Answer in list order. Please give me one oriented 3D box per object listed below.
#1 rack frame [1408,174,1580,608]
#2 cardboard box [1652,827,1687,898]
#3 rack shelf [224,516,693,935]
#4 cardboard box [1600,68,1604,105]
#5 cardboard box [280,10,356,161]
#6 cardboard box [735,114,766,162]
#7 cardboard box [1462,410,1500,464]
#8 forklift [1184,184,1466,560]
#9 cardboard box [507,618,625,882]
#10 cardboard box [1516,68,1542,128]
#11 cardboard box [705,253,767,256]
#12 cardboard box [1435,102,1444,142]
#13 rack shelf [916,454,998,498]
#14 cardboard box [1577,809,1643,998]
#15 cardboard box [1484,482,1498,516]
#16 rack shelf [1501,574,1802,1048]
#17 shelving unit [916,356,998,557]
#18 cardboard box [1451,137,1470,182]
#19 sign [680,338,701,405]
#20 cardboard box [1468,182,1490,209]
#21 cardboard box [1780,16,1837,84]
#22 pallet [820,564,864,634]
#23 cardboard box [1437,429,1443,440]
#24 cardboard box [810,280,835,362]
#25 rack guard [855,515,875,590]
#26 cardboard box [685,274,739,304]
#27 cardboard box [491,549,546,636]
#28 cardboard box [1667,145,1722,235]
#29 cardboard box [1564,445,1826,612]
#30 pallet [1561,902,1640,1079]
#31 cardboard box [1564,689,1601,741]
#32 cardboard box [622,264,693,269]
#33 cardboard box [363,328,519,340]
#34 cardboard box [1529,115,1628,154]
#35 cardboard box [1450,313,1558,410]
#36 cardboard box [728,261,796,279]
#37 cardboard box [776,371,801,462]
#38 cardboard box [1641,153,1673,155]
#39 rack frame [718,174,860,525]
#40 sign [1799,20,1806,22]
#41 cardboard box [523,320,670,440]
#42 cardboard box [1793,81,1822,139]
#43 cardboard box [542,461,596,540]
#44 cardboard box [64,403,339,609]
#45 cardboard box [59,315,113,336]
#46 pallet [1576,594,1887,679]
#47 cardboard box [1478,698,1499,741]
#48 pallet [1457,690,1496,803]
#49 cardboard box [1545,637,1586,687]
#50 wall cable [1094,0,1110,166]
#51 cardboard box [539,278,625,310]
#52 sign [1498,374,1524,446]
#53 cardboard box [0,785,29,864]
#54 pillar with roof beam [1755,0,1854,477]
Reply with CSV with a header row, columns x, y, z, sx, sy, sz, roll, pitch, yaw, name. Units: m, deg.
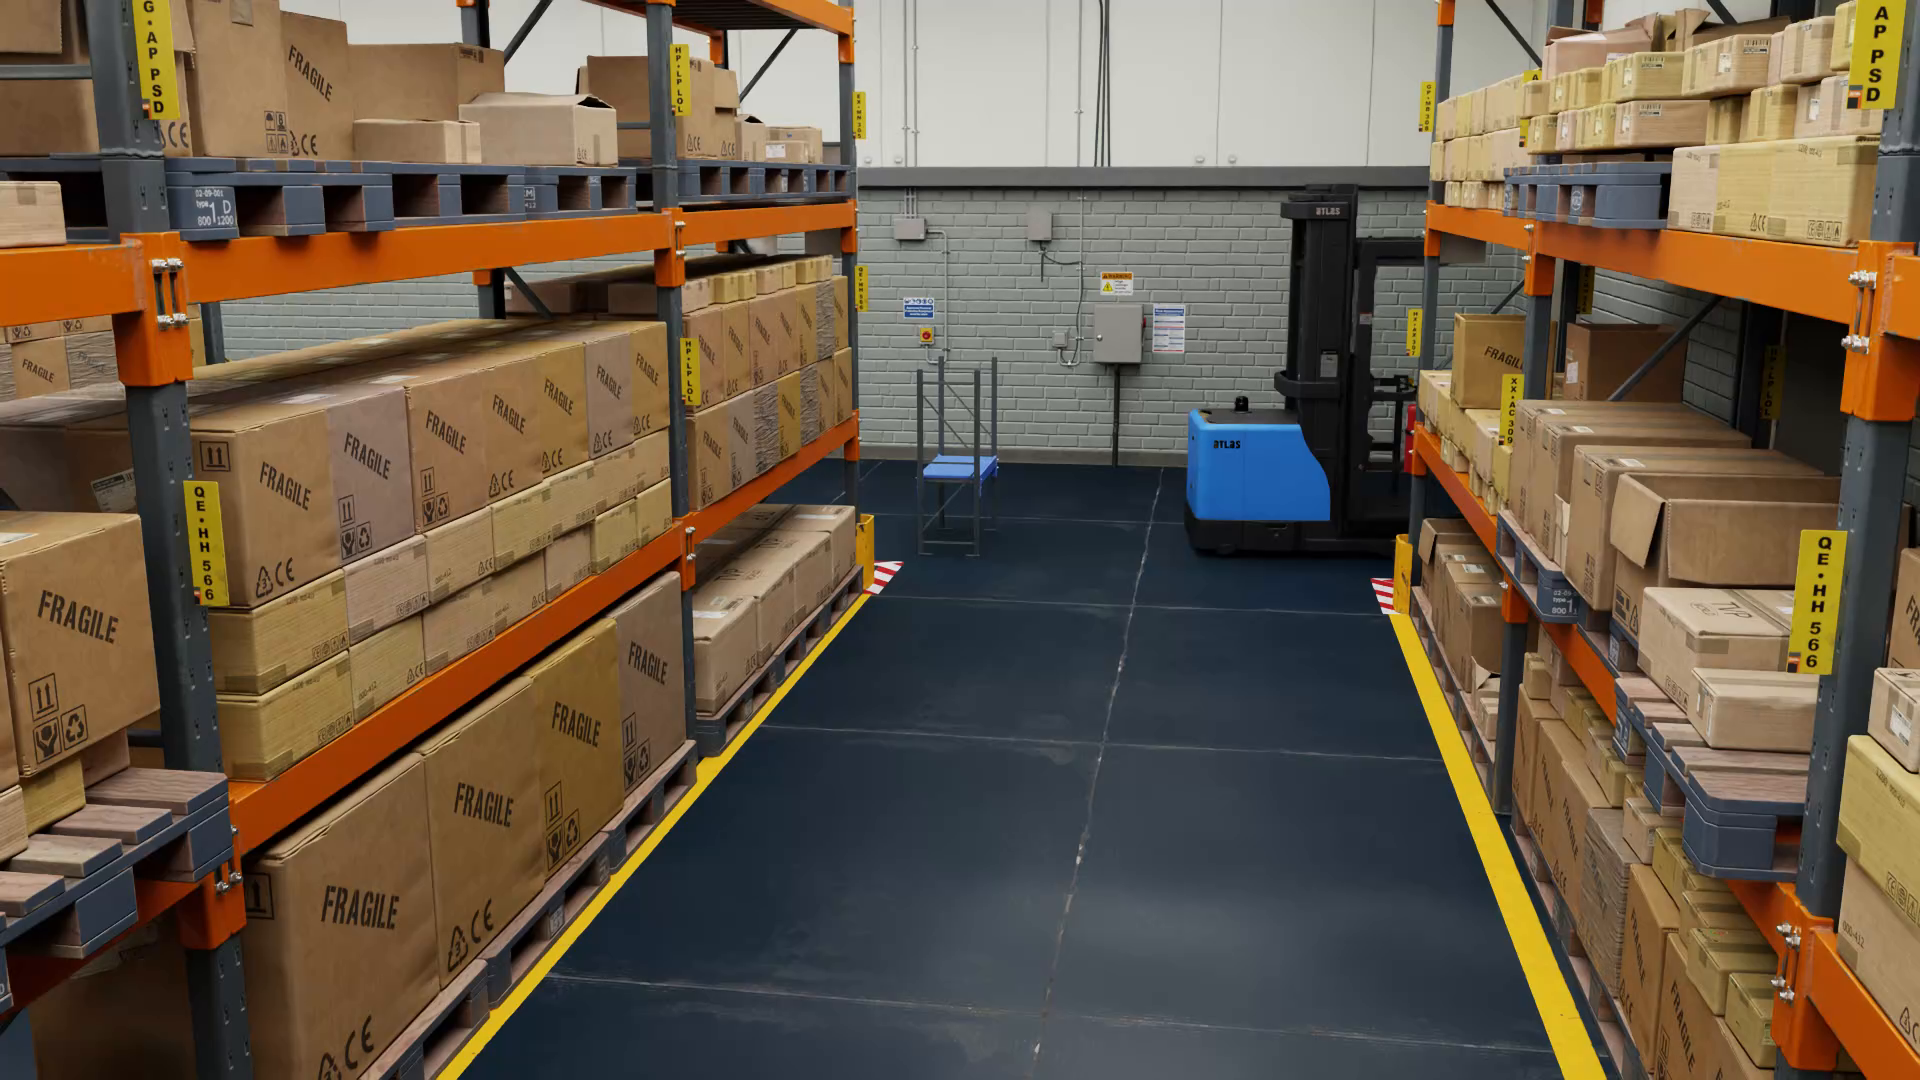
x,y,z,sx,sy,sz,roll,pitch,yaw,name
3.661,-0.984,11.437,1.000,3.000,0.127,2,12,9,rack frame
2.475,1.054,5.381,0.380,0.149,0.250,2,12,8,cardboard box
-2.167,0.457,6.460,1.077,0.370,4.000,2,12,9,rack shelf
2.520,-1.627,5.960,0.380,0.149,0.250,2,12,9,cardboard box
-2.490,-1.575,5.828,0.500,0.500,0.500,2,12,9,cardboard box
-1.523,-2.511,10.380,0.500,0.311,0.500,2,12,10,cardboard box
3.036,-0.545,9.052,0.500,0.250,0.500,2,12,8,cardboard box
3.414,-1.385,13.461,3.031,2.935,1.130,1,12,2,forklift
-2.007,0.842,7.011,0.875,0.875,0.875,2,12,10,cardboard box
2.886,-2.047,7.713,0.500,0.250,0.500,2,12,9,cardboard box
-1.572,-1.933,11.694,0.380,0.149,0.250,2,12,10,cardboard box
3.345,-2.682,10.662,0.500,0.250,0.500,2,12,8,cardboard box
-0.013,-0.540,13.791,0.538,0.185,1.000,2,12,9,rack shelf
2.510,1.282,5.862,0.500,0.500,0.500,1,12,7,cardboard box
2.880,-0.212,8.455,0.380,0.149,0.250,2,12,10,cardboard box
2.739,0.617,5.717,1.077,0.370,4.000,2,12,9,rack shelf
-0.013,-0.715,13.753,0.538,1.500,1.048,2,12,9,shelving unit
3.174,-2.226,9.732,0.500,0.250,0.500,2,12,7,cardboard box
-1.321,-0.823,8.130,0.100,0.325,0.005,2,12,9,sign
3.017,-1.900,9.167,0.380,0.149,0.250,2,12,10,cardboard box
2.327,-1.241,4.215,0.380,0.149,0.250,1,12,7,cardboard box
-1.290,0.389,11.689,1.003,0.211,1.213,2,12,9,pallet
3.346,-0.747,10.935,0.380,0.149,0.250,2,12,10,cardboard box
-1.134,-1.463,11.053,0.500,0.500,0.500,2,12,9,cardboard box
-1.240,0.073,12.466,1.175,0.500,0.348,2,12,9,rack guard
-1.434,-1.381,9.132,0.380,0.149,0.250,2,12,8,cardboard box
-1.930,0.182,6.385,0.500,0.250,0.500,2,12,9,cardboard box
2.423,-1.035,4.911,0.500,0.250,0.500,2,12,9,cardboard box
2.550,-0.040,5.827,0.700,0.500,0.500,2,12,8,cardboard box
2.773,1.638,5.894,1.003,0.211,1.213,2,12,9,pallet
2.734,0.729,6.889,0.380,0.149,0.250,1,12,6,cardboard box
-1.852,-1.612,10.203,0.380,0.149,0.250,2,12,7,cardboard box
-2.262,-0.659,7.323,0.500,0.500,0.500,2,12,8,cardboard box
2.533,-1.647,6.756,0.380,0.149,0.250,2,12,9,cardboard box
3.095,-1.024,9.496,0.500,0.500,0.500,2,12,10,cardboard box
-1.263,-1.704,10.629,0.380,0.149,0.250,2,12,8,cardboard box
-1.285,-0.764,10.182,0.500,0.500,0.500,2,12,10,cardboard box
3.068,-1.683,6.926,0.380,0.149,0.250,2,12,8,cardboard box
-1.244,-1.144,12.180,1.000,3.000,0.127,2,12,9,rack frame
3.595,-2.045,7.081,0.100,0.325,0.005,2,12,9,sign
-1.680,-0.747,7.731,0.500,0.500,0.500,2,12,10,cardboard box
2.372,-1.095,4.244,0.380,0.149,0.250,2,12,10,cardboard box
-1.830,-0.170,6.832,0.500,0.250,0.500,2,12,10,cardboard box
-2.157,-0.111,4.776,0.500,0.500,0.500,1,12,7,cardboard box
-6.124,-1.649,11.207,0.500,0.500,0.500,3,12,12,cardboard box
2.725,0.371,5.609,1.003,0.211,1.213,2,12,9,pallet
2.842,0.912,8.412,0.380,0.149,0.250,2,12,7,cardboard box
3.153,1.069,8.530,1.003,0.211,1.213,2,12,9,pallet
2.735,0.525,7.128,0.380,0.149,0.250,1,12,6,cardboard box
2.842,-5.165,16.510,2.988,3.039,0.133,2,12,9,wall cable
-1.978,-1.291,8.716,0.380,0.149,0.250,2,12,10,cardboard box
2.509,-0.590,7.556,0.100,0.325,0.005,2,12,9,sign
-2.256,0.627,3.563,0.380,0.149,0.250,2,12,8,cardboard box
-0.210,-3.339,8.126,9.100,9.000,0.400,2,12,9,pillar with roof beam
